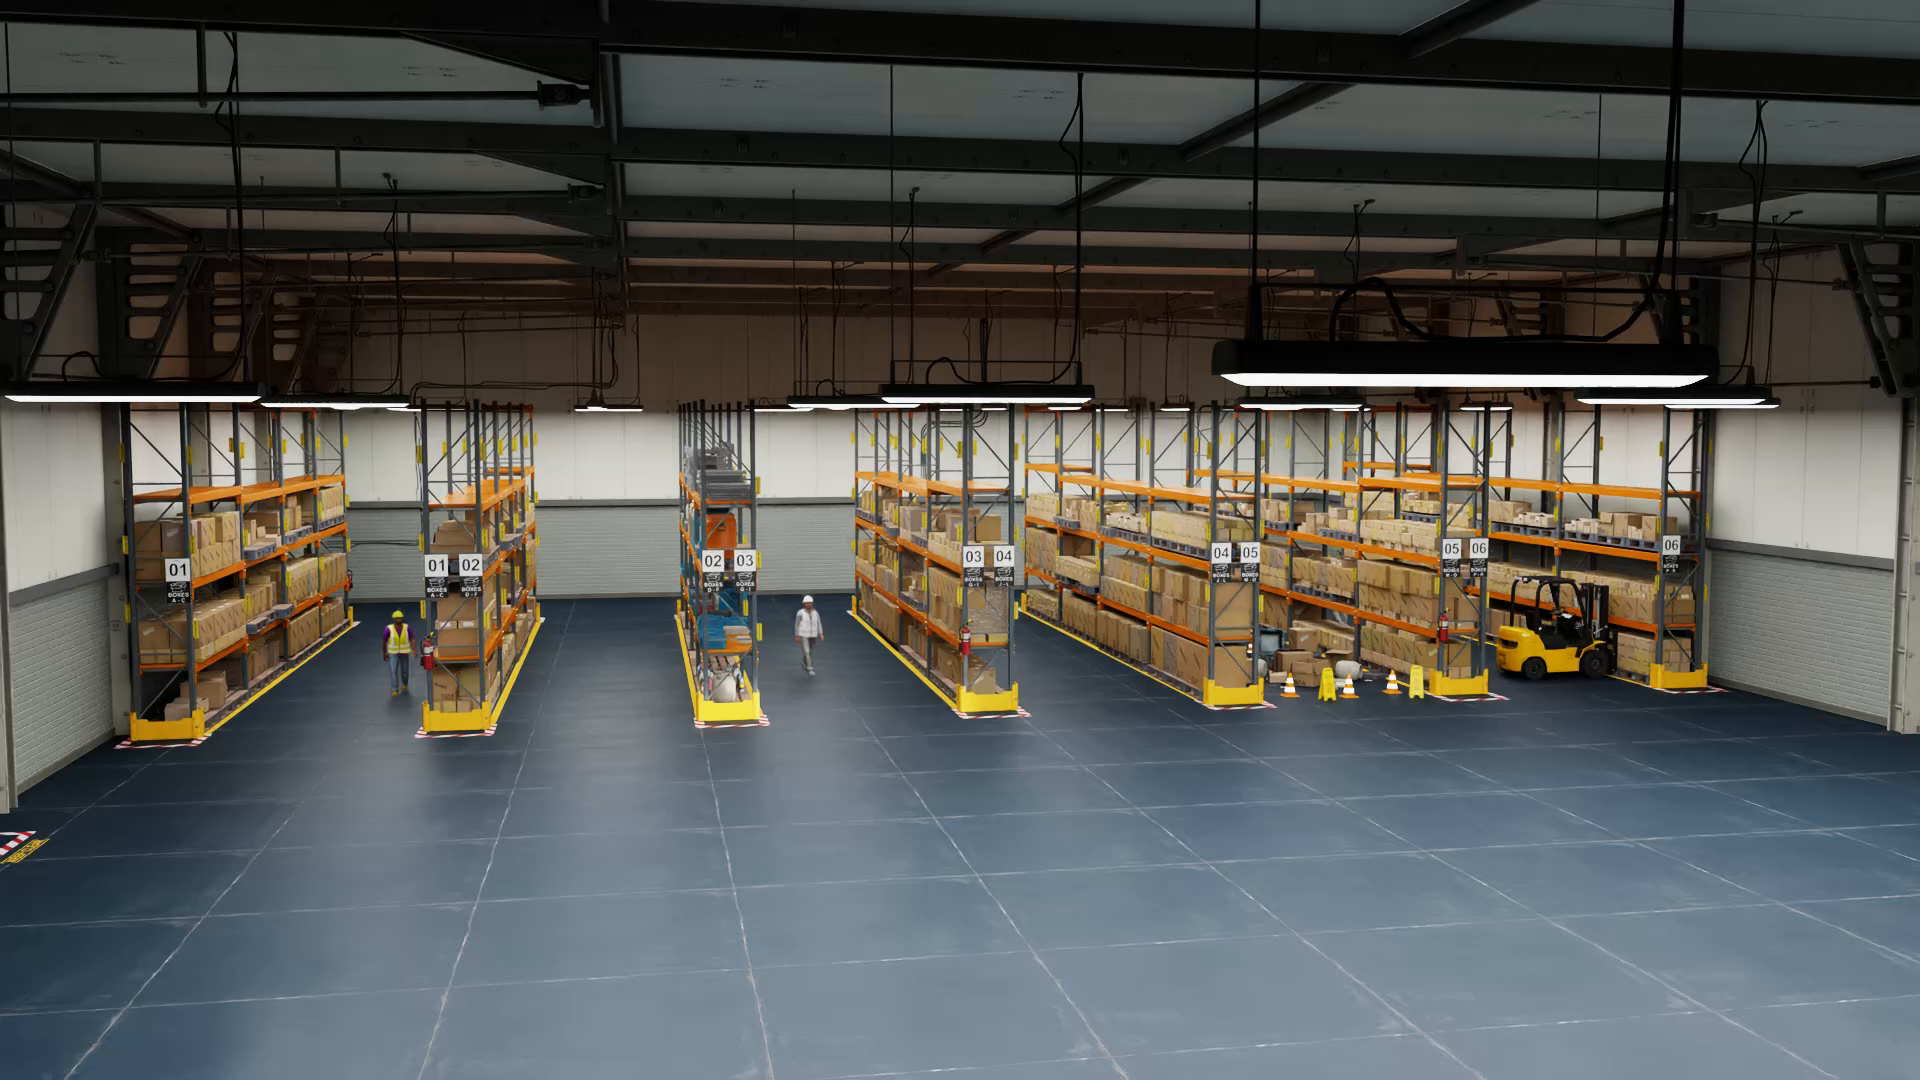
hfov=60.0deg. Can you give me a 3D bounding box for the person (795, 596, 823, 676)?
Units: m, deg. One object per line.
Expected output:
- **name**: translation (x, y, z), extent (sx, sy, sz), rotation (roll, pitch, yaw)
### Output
- **person**: translation (-3.328, 2.085, 36.546), extent (0.574, 1.707, 1.103), rotation (-2, 5, -27)

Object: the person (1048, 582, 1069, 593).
- **person**: translation (2.923, 1.012, 50.853), extent (1.046, 1.752, 0.509), rotation (-2, 5, -21)

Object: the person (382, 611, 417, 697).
- **person**: translation (-11.424, 2.299, 33.862), extent (0.666, 1.710, 1.081), rotation (-1, 4, -13)

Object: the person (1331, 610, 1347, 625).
- **person**: translation (10.080, 1.598, 43.879), extent (0.486, 1.673, 0.396), rotation (-3, 5, -35)
